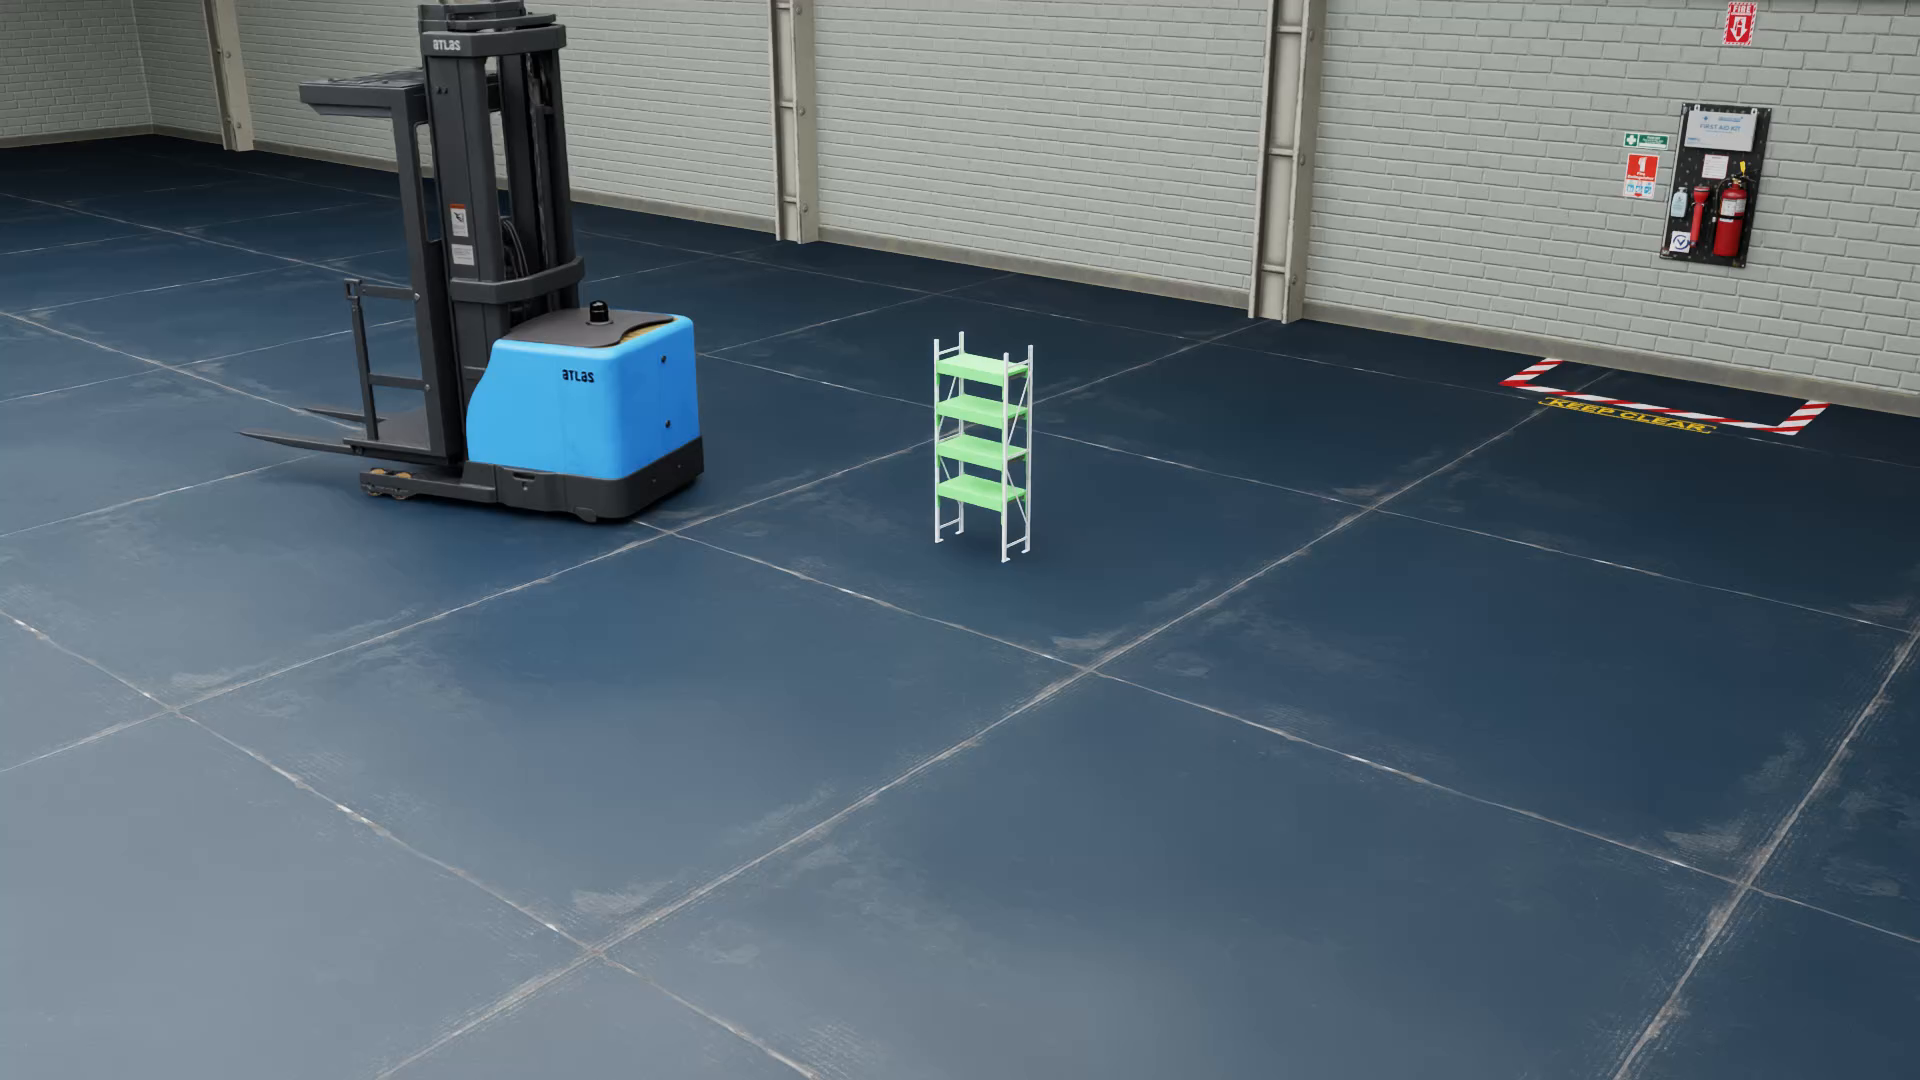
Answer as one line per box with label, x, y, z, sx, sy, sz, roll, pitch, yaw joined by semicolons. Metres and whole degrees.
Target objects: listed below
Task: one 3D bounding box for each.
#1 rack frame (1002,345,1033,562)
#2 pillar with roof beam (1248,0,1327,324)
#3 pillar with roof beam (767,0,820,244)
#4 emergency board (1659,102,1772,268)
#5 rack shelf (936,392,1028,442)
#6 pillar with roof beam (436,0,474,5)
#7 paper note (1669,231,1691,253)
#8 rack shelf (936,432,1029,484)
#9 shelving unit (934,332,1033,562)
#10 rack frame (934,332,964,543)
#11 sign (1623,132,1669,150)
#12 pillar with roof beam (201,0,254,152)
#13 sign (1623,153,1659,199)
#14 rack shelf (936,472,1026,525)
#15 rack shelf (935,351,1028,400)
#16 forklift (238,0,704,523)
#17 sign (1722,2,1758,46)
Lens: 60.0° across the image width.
rack frame;0.317;-0.470;9.214;0.015;1.200;0.240;16;26;36
pillar with roof beam;0.121;-5.040;10.279;0.400;9.000;9.100;16;26;36
pillar with roof beam;-4.527;-6.378;13.829;0.400;9.000;9.100;16;26;36
emergency board;5.601;-2.633;12.398;0.643;1.169;0.194;16;26;36
rack shelf;0.128;-0.689;9.296;0.480;0.148;0.258;16;26;36
pillar with roof beam;-9.175;-7.717;17.378;0.400;9.000;9.100;16;26;36
paper note;5.508;-2.279;12.708;0.142;0.148;0.016;16;26;36
rack shelf;0.128;-0.465;9.381;0.480;0.148;0.258;16;26;36
shelving unit;0.128;-0.524;9.359;0.503;1.200;0.258;16;26;36
rack frame;-0.061;-0.579;9.503;0.015;1.200;0.240;16;26;36
sign;5.236;-3.045;12.691;0.331;0.109;0.001;16;26;36
pillar with roof beam;-13.824;-9.055;20.928;0.400;9.000;9.100;16;26;36
sign;5.238;-2.801;12.794;0.234;0.329;0.001;16;26;36
rack shelf;0.128;-0.240;9.466;0.480;0.148;0.258;16;26;36
rack shelf;0.128;-0.914;9.212;0.480;0.148;0.258;16;26;36
forklift;-3.206;-1.785;10.249;3.031;2.935;1.130;8;22;20
sign;5.658;-3.746;12.066;0.199;0.298;0.001;16;26;36
